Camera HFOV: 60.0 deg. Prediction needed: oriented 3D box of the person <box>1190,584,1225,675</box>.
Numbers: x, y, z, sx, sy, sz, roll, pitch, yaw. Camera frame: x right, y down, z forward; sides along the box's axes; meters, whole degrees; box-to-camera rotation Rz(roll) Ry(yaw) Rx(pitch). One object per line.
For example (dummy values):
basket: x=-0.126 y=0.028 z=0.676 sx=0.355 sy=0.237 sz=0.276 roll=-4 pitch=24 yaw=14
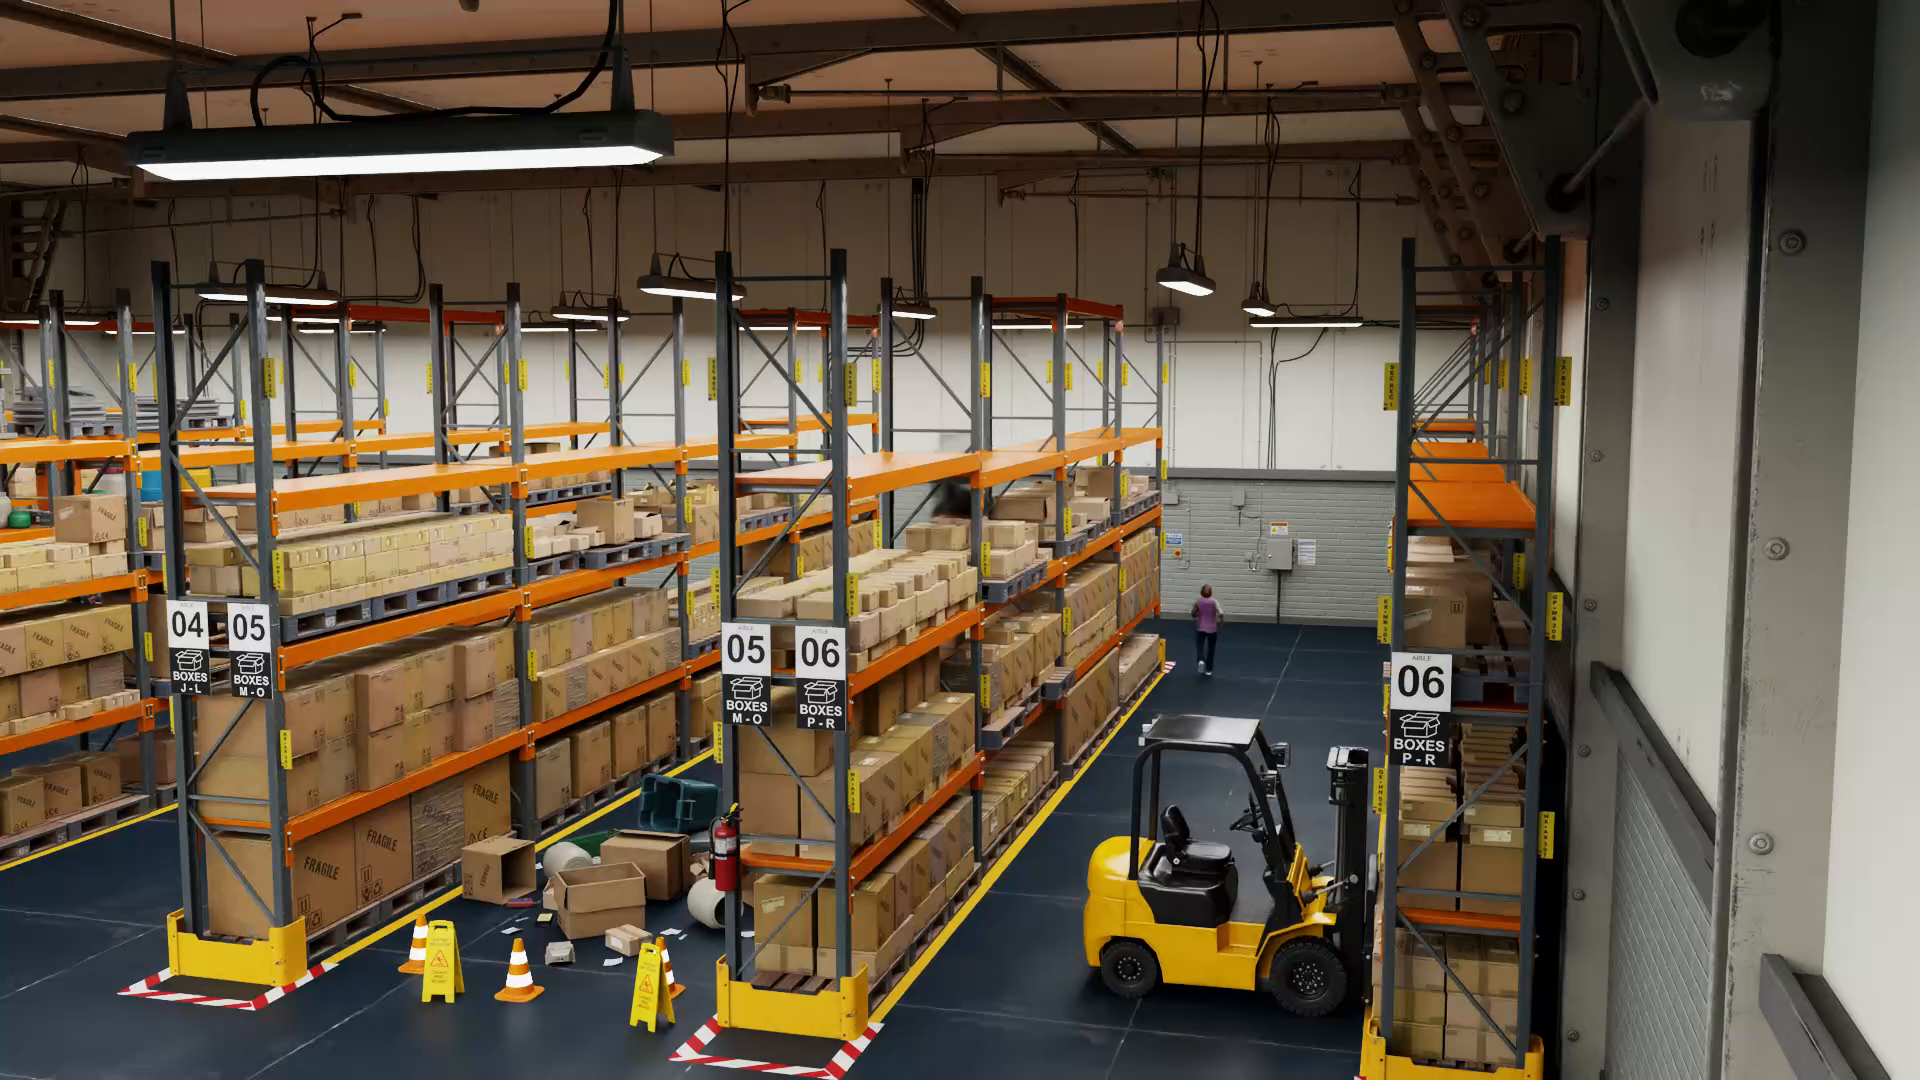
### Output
person: x=4.090 y=1.491 z=27.464 sx=0.568 sy=1.556 sz=0.760 roll=1 pitch=6 yaw=13
